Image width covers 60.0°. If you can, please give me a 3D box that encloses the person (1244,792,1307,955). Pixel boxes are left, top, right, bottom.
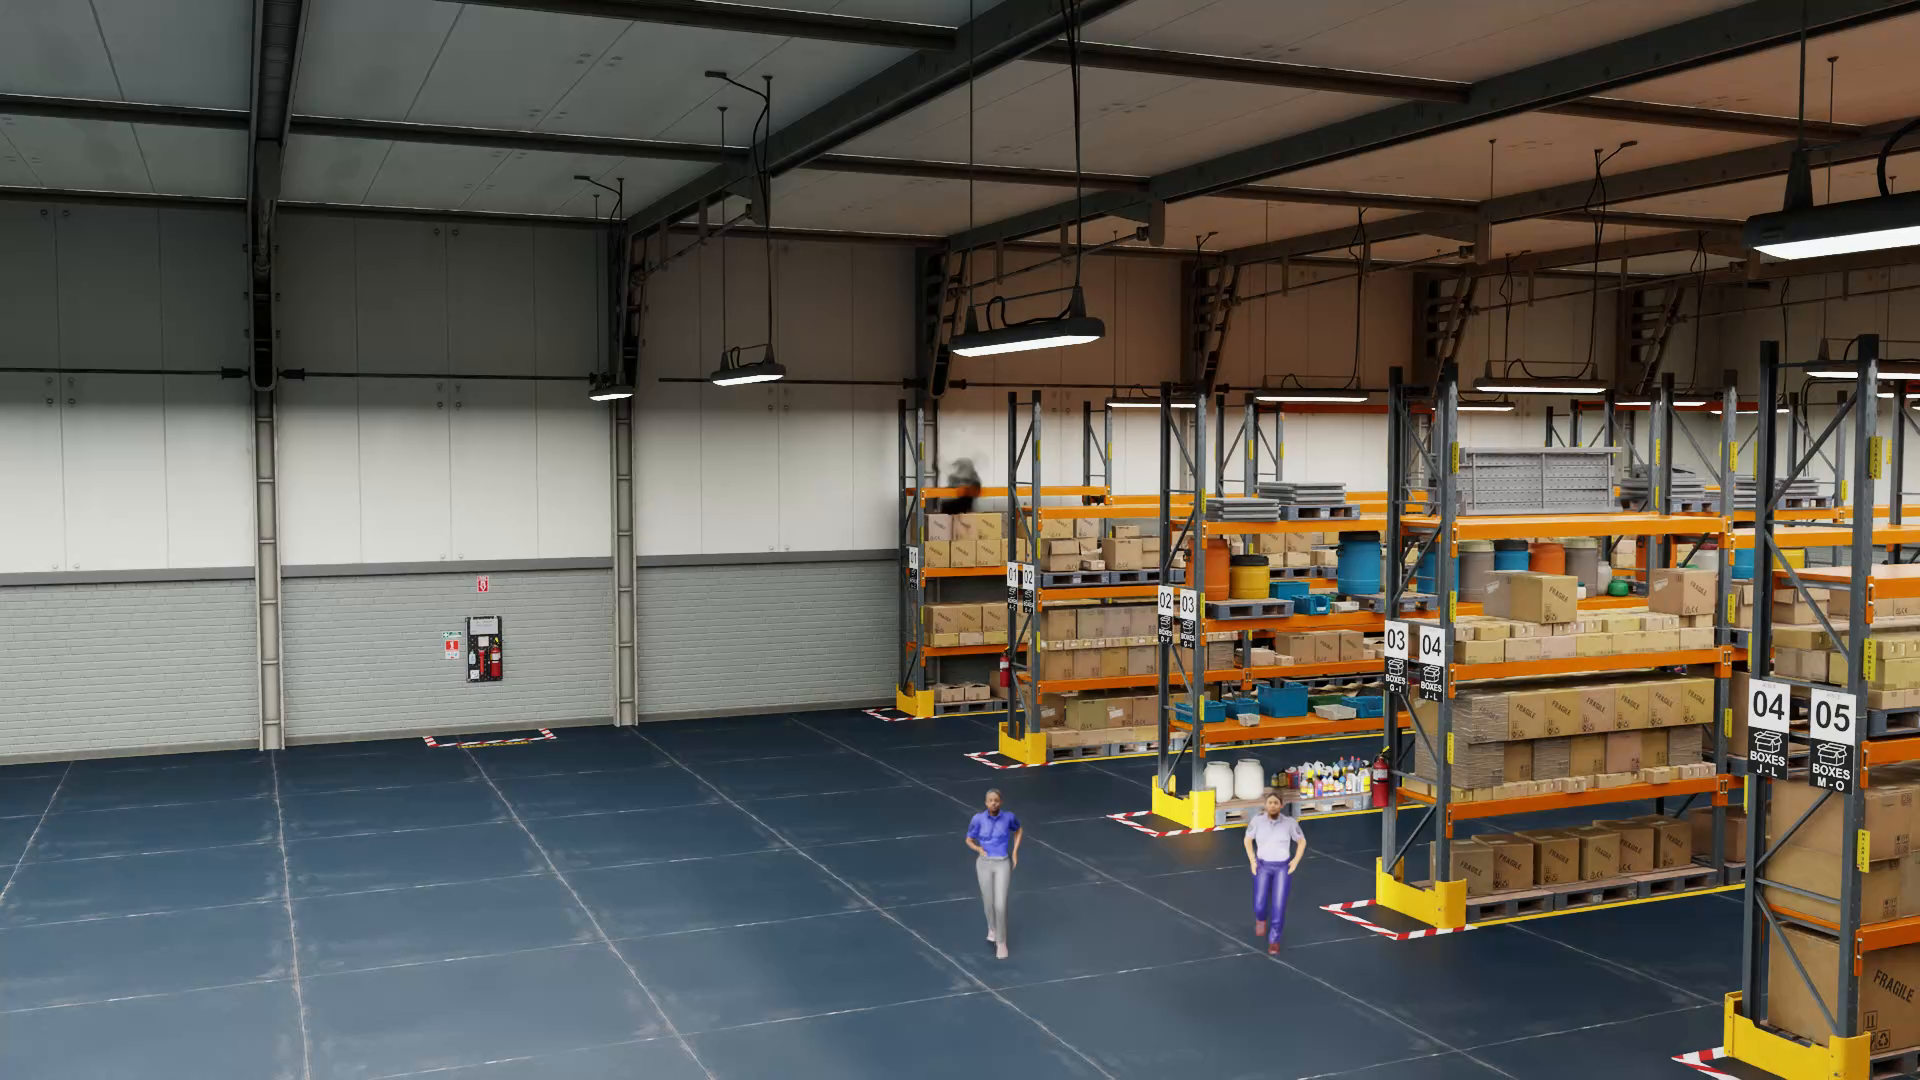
[{"bbox_3d":[3.223,3.371,17.012,0.626,1.626,0.553,1,3,13],"label":"person"}]

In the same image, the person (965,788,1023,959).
[{"bbox_3d":[0.337,3.365,16.880,0.559,1.712,0.748,0,3,8],"label":"person"}]
